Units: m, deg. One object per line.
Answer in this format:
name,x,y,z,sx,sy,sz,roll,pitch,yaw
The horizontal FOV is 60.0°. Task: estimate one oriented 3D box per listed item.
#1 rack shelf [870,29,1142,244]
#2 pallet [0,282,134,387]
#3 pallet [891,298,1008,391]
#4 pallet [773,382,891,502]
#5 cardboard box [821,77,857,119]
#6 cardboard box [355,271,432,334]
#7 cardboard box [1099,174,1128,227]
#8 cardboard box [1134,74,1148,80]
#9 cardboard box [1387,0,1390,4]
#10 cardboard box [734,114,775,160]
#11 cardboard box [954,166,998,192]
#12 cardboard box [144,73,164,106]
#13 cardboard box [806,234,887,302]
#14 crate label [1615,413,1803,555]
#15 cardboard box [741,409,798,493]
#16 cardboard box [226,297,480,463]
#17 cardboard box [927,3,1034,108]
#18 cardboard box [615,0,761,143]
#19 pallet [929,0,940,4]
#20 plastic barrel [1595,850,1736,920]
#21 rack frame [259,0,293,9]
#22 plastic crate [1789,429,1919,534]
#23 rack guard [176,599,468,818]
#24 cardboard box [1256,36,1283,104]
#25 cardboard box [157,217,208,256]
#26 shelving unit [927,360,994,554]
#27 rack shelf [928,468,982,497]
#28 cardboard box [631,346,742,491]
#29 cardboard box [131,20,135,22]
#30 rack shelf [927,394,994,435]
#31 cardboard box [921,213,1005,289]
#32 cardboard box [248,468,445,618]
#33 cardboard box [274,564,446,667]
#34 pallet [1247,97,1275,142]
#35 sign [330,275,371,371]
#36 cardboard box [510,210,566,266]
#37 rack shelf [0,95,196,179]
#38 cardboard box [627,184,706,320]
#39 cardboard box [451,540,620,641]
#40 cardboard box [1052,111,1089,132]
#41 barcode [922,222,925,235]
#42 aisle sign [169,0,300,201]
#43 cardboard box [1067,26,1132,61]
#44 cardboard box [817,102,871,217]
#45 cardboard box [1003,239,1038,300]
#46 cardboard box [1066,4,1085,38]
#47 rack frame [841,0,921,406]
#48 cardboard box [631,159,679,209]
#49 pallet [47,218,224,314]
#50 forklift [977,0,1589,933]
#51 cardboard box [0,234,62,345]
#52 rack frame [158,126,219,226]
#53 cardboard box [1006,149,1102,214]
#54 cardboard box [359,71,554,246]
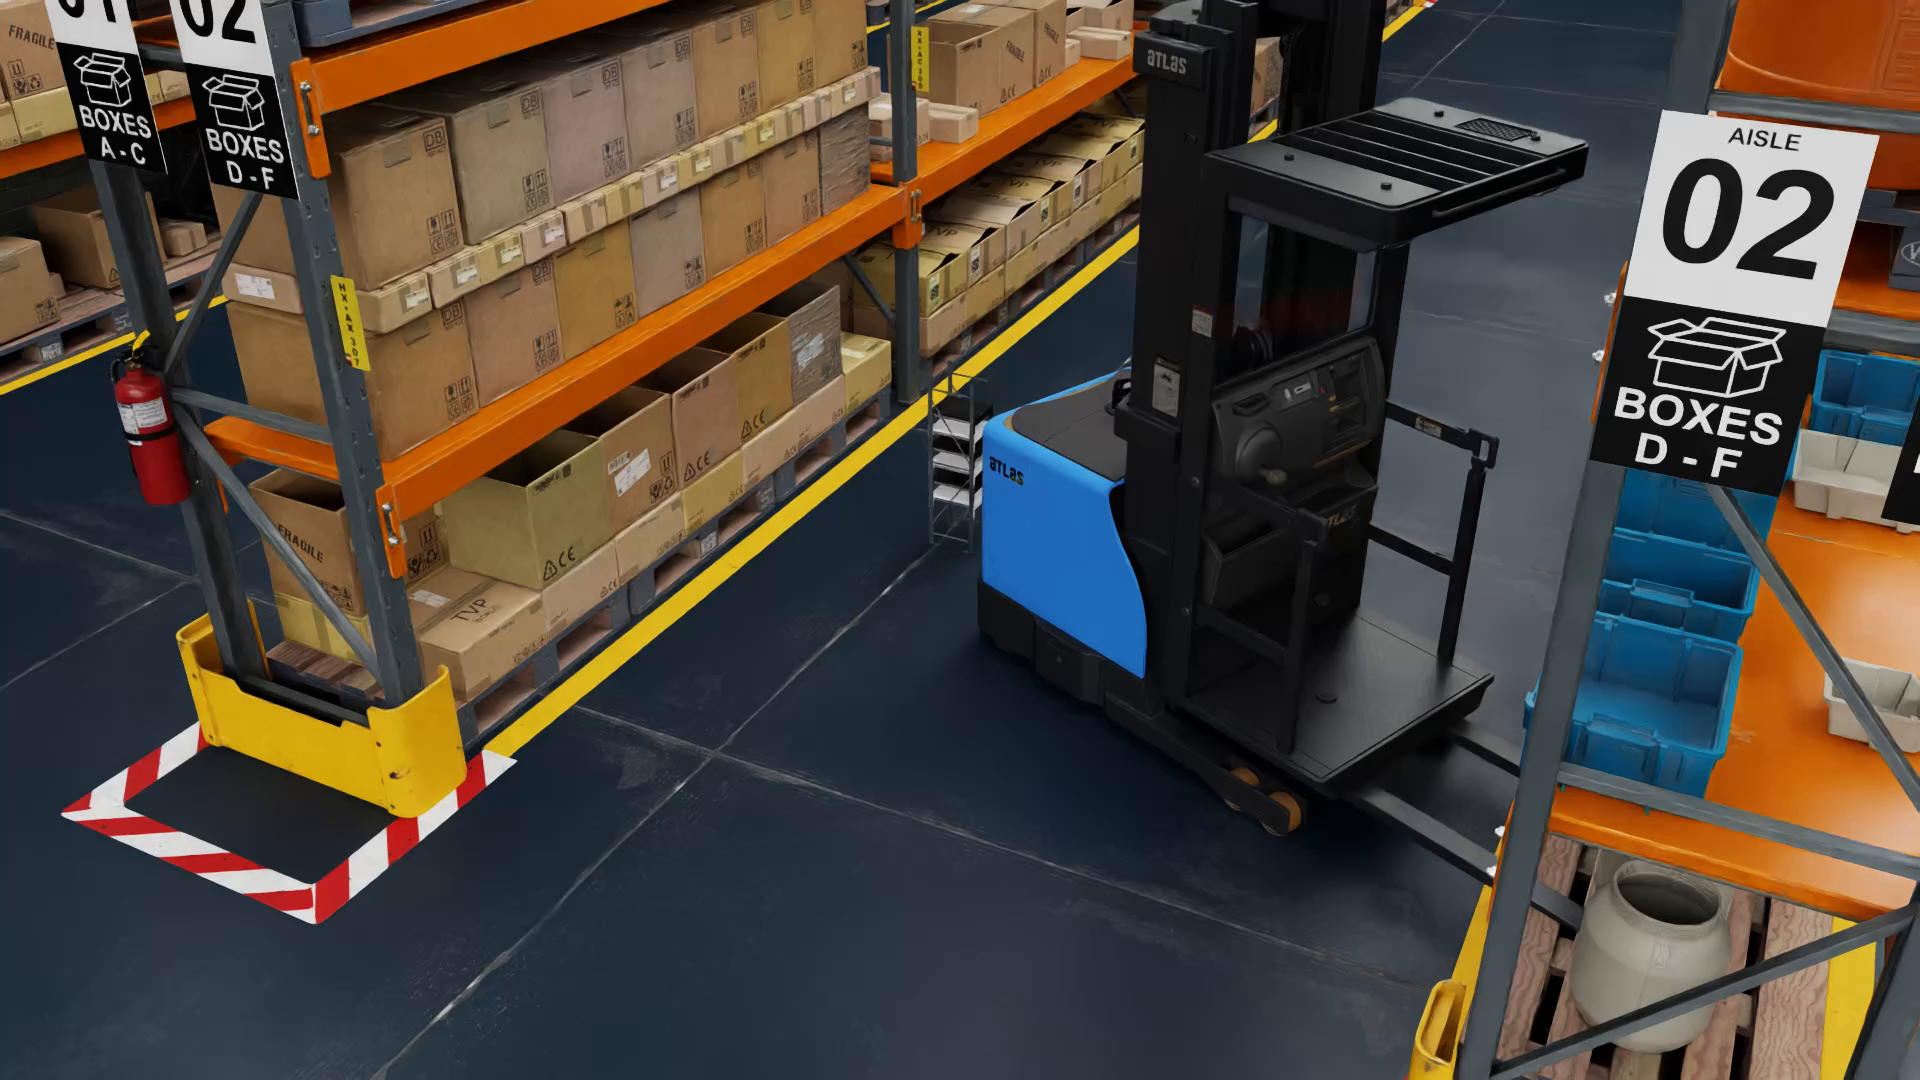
rack shelf,0.209,-2.788,10.815,1.077,0.370,4.000,14,33,23
pallet,-5.942,-1.278,10.263,1.003,0.211,1.213,14,33,23
pallet,-0.401,-1.340,10.371,1.003,0.211,1.213,14,33,23
pallet,-1.101,-0.661,9.189,1.003,0.211,1.213,14,33,23
cardboard box,-0.749,-2.260,8.421,0.380,0.149,0.250,14,33,22
cardboard box,-2.154,-0.890,6.036,0.380,0.149,0.250,14,33,23
cardboard box,0.866,-2.458,11.858,0.500,0.250,0.500,14,33,23
cardboard box,1.359,-3.912,13.366,0.500,0.250,0.500,16,33,25
cardboard box,4.277,-5.820,17.692,0.500,0.250,0.500,14,33,23
cardboard box,-1.100,-1.918,7.826,0.380,0.149,0.250,14,33,23
cardboard box,-0.079,-2.366,11.133,0.500,0.311,0.500,14,33,23
cardboard box,-5.294,-2.781,10.212,0.500,0.250,0.500,14,33,23
cardboard box,-0.773,-1.691,9.959,0.500,0.311,0.500,14,33,23
crate label,2.482,-0.207,5.563,0.502,0.435,0.616,14,33,23
cardboard box,-1.170,-0.503,8.454,0.500,0.250,0.500,14,33,23
cardboard box,-2.300,-0.687,6.335,0.700,0.500,0.500,14,33,23
cardboard box,0.131,-3.049,10.447,0.500,0.500,0.500,14,33,23
cardboard box,-1.356,-2.175,7.622,0.700,0.500,0.500,14,33,23
pallet,-0.498,-6.535,19.418,1.003,0.211,1.213,14,33,23
plastic barrel,2.344,1.051,5.485,0.421,0.512,0.421,0,30,0
rack frame,-2.524,-3.042,4.510,1.000,3.000,0.127,14,33,23
plastic crate,3.192,-0.196,5.845,0.530,0.136,0.437,14,33,23
rack guard,-2.535,0.655,6.608,1.175,0.500,0.348,14,33,23
cardboard box,2.511,-4.143,14.521,0.500,0.500,0.500,15,33,24
cardboard box,-5.330,-2.054,11.217,0.380,0.166,0.250,10,31,17
shelving unit,0.004,-0.394,8.032,0.258,0.900,0.210,14,33,23
rack shelf,0.004,-0.287,8.094,0.258,0.077,0.200,14,33,23
cardboard box,-1.396,-0.607,7.881,0.500,0.500,0.500,14,33,23
cardboard box,-5.276,-3.102,10.017,0.500,0.500,0.500,14,33,23
rack shelf,0.004,-0.599,7.914,0.258,0.077,0.200,14,33,23
cardboard box,-0.059,-1.794,10.138,0.500,0.311,0.500,14,33,23
cardboard box,-2.545,-0.060,6.929,0.500,0.500,0.500,14,33,23
cardboard box,-2.543,0.265,7.115,0.500,0.250,0.500,14,33,23
pallet,2.051,-3.639,14.374,1.003,0.211,1.213,14,33,23
sign,-2.033,-0.721,5.545,0.100,0.325,0.005,14,33,23
cardboard box,-1.804,-1.229,6.626,0.380,0.149,0.250,14,33,23
rack shelf,-6.024,-2.137,9.681,1.077,0.370,4.000,14,33,23
cardboard box,-1.597,-1.374,7.531,0.700,0.500,0.500,15,33,25
cardboard box,-1.857,0.160,7.298,0.500,0.250,0.500,14,33,23
cardboard box,0.620,-3.054,12.332,0.500,0.311,0.500,15,33,25
barcode,-0.215,-1.755,9.398,0.001,0.075,0.075,14,33,23
aisle sign,-2.281,-1.469,5.185,0.394,0.787,0.004,14,33,23
cardboard box,0.957,-3.416,11.439,0.380,0.149,0.250,14,33,23
cardboard box,-0.898,-2.059,8.722,0.700,0.500,0.500,13,32,22
cardboard box,0.170,-1.782,10.681,0.500,0.250,0.500,13,32,22
cardboard box,0.541,-3.595,11.588,0.500,0.311,0.500,14,33,23
rack frame,-0.702,-2.213,9.092,1.000,3.000,0.127,14,33,23
cardboard box,-1.453,-1.571,7.222,0.380,0.149,0.250,15,33,24
pallet,-5.388,-1.820,11.208,1.003,0.211,1.213,14,33,23
forklift,1.411,-0.436,6.066,1.130,2.935,3.031,-23,37,-34
cardboard box,-5.902,-1.522,9.956,0.700,0.500,0.500,12,32,20
rack frame,-5.113,-3.335,11.046,1.000,3.000,0.127,14,33,23
cardboard box,0.638,-2.476,11.327,0.500,0.311,0.500,14,33,23
cardboard box,-2.041,-1.508,6.461,0.700,0.500,0.500,13,32,22
